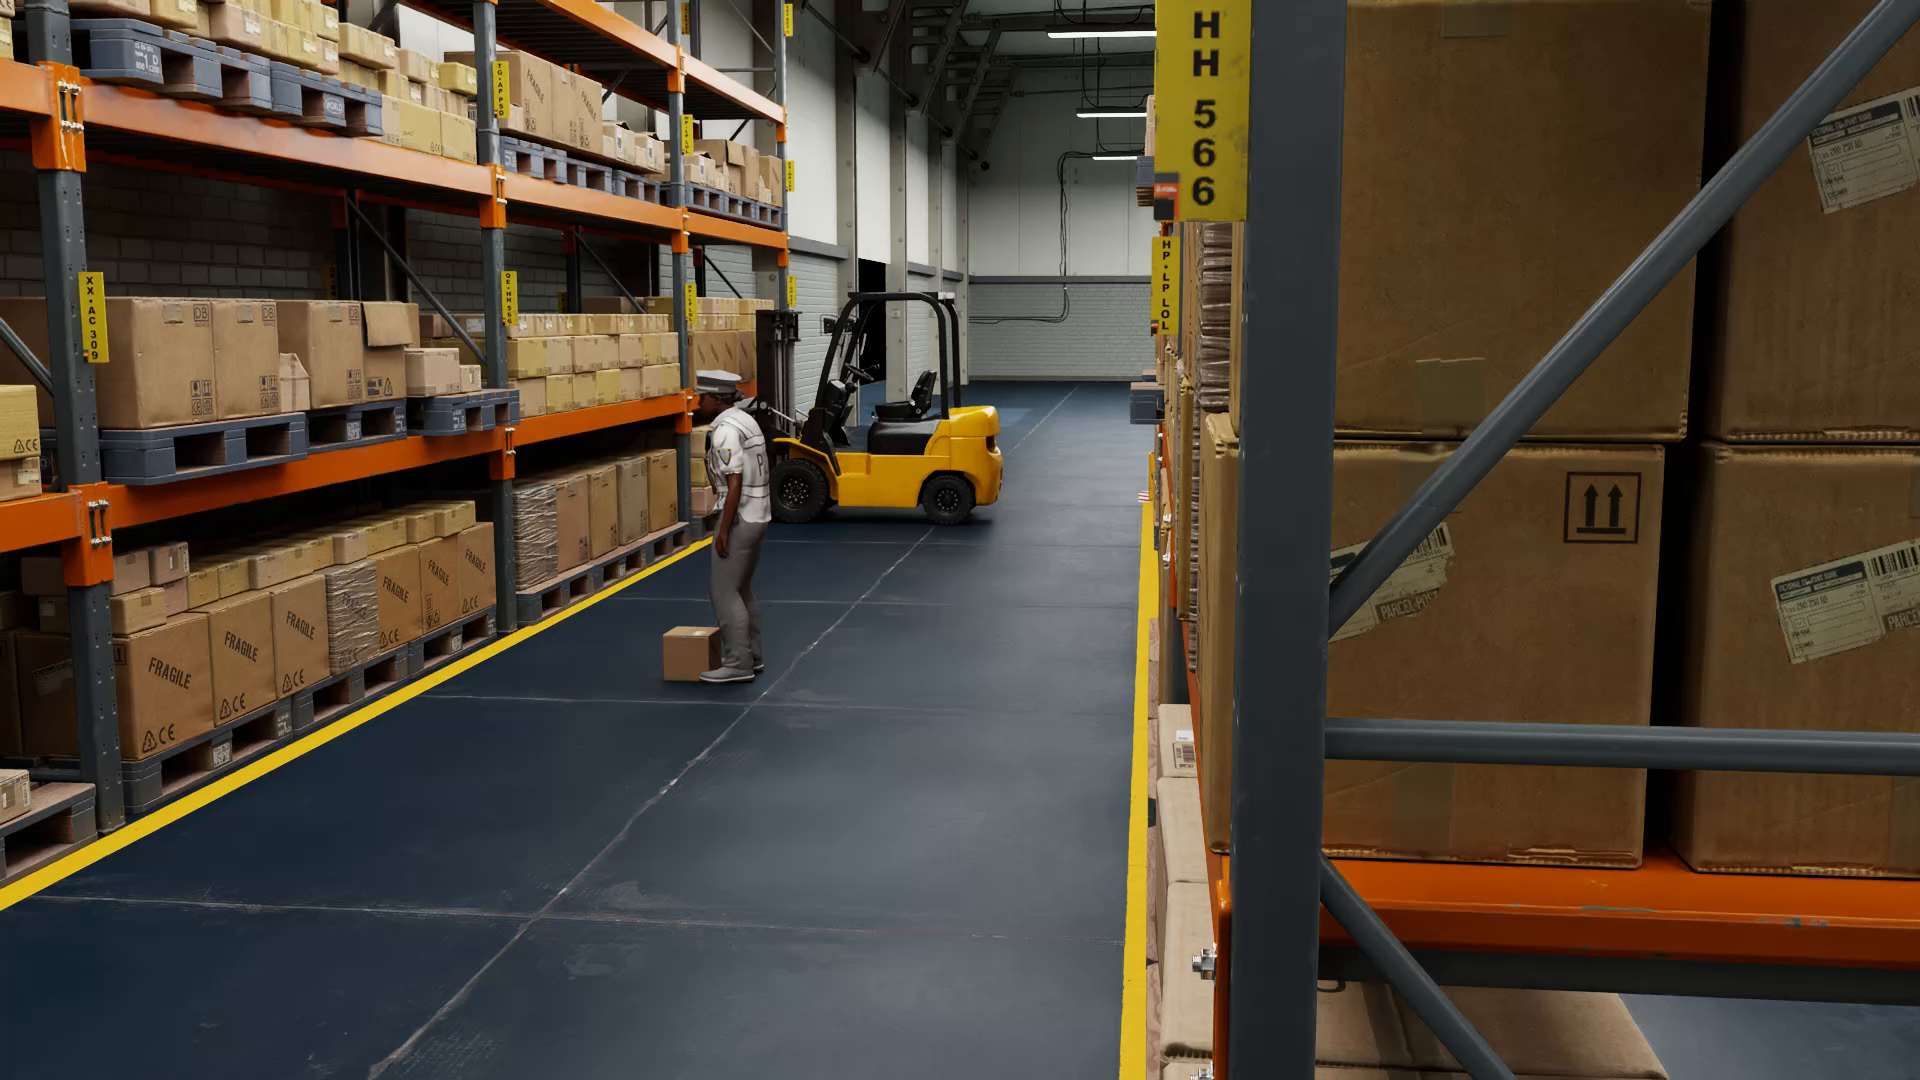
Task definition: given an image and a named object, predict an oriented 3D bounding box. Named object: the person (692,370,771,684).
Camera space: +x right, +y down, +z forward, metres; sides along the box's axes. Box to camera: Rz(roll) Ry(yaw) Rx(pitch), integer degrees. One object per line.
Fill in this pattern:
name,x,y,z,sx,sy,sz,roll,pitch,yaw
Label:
person,-1.211,-0.079,8.890,0.395,1.658,0.525,0,8,3
